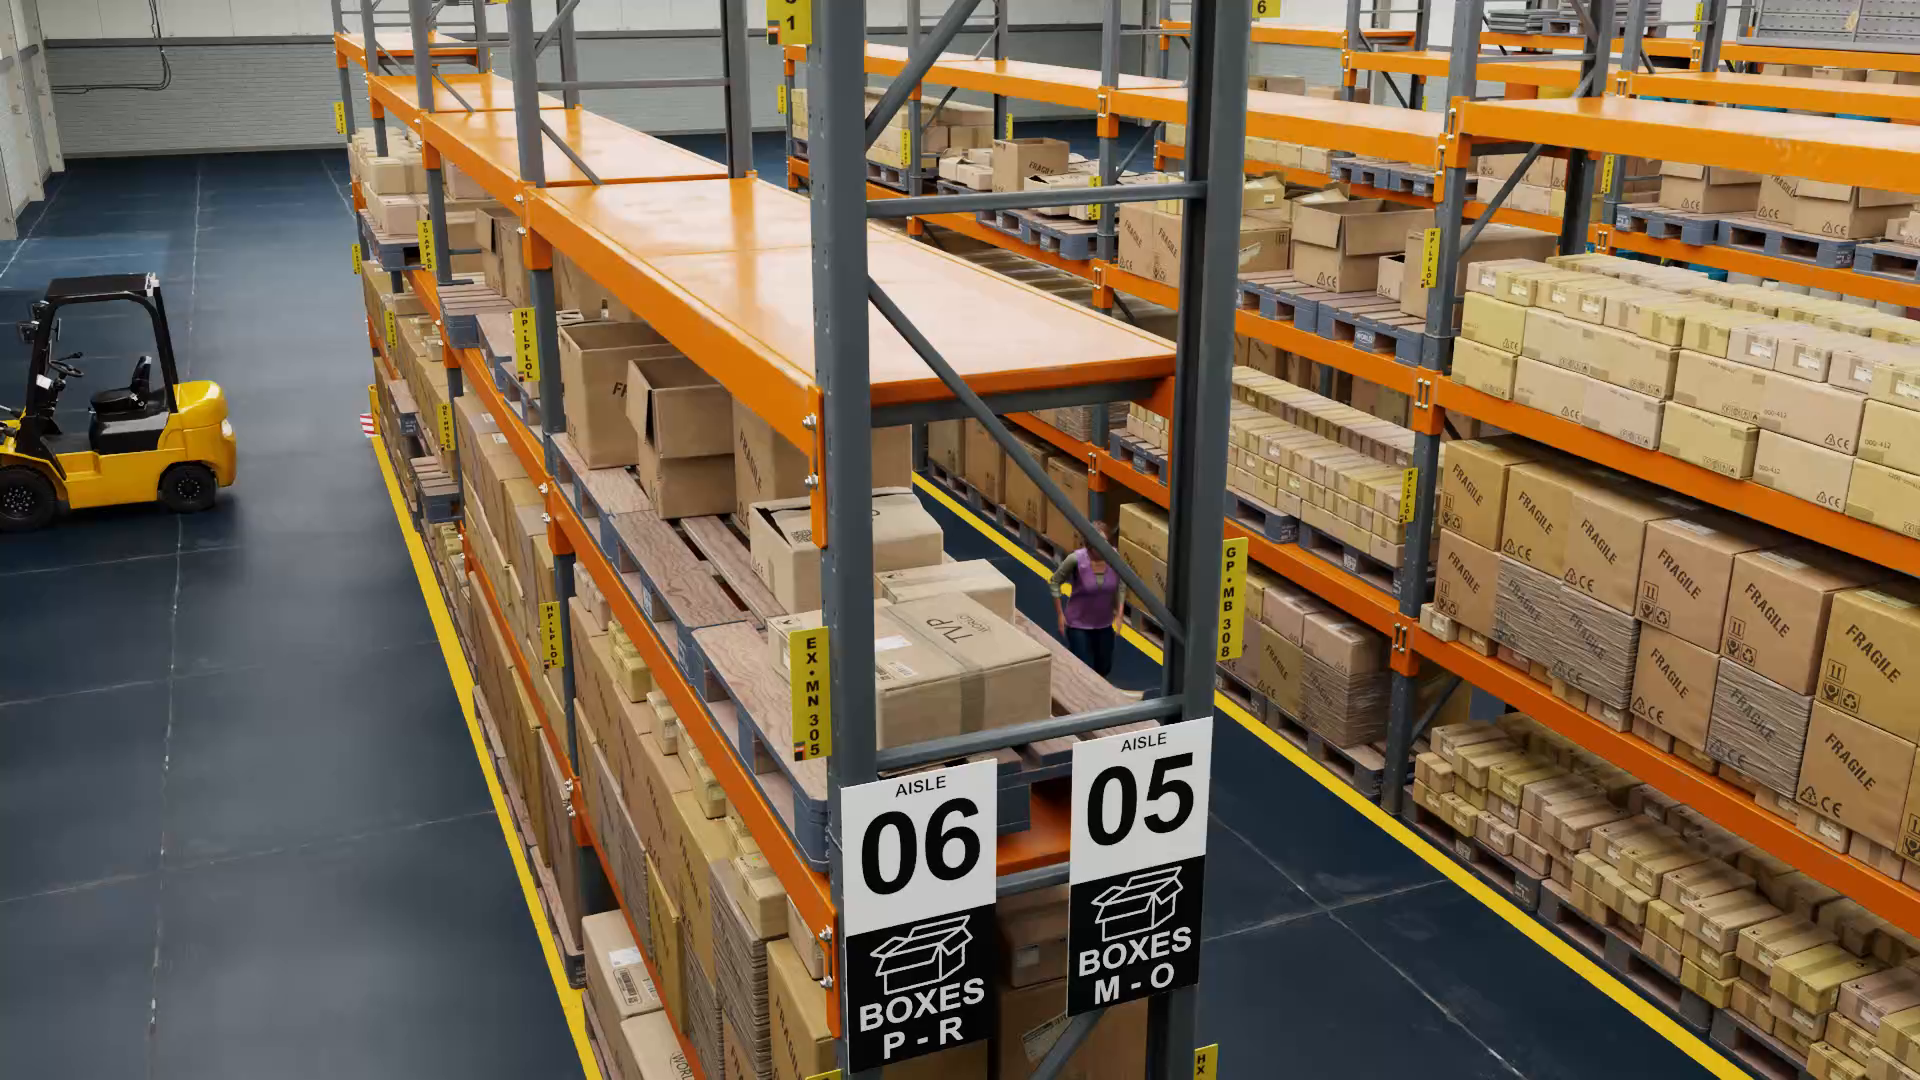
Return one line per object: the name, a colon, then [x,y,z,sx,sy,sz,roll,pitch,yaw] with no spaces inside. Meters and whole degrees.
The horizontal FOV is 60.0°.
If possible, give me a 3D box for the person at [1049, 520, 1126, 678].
person: [0.846,0.537,11.356,0.512,1.545,0.662,-6,20,-17]
